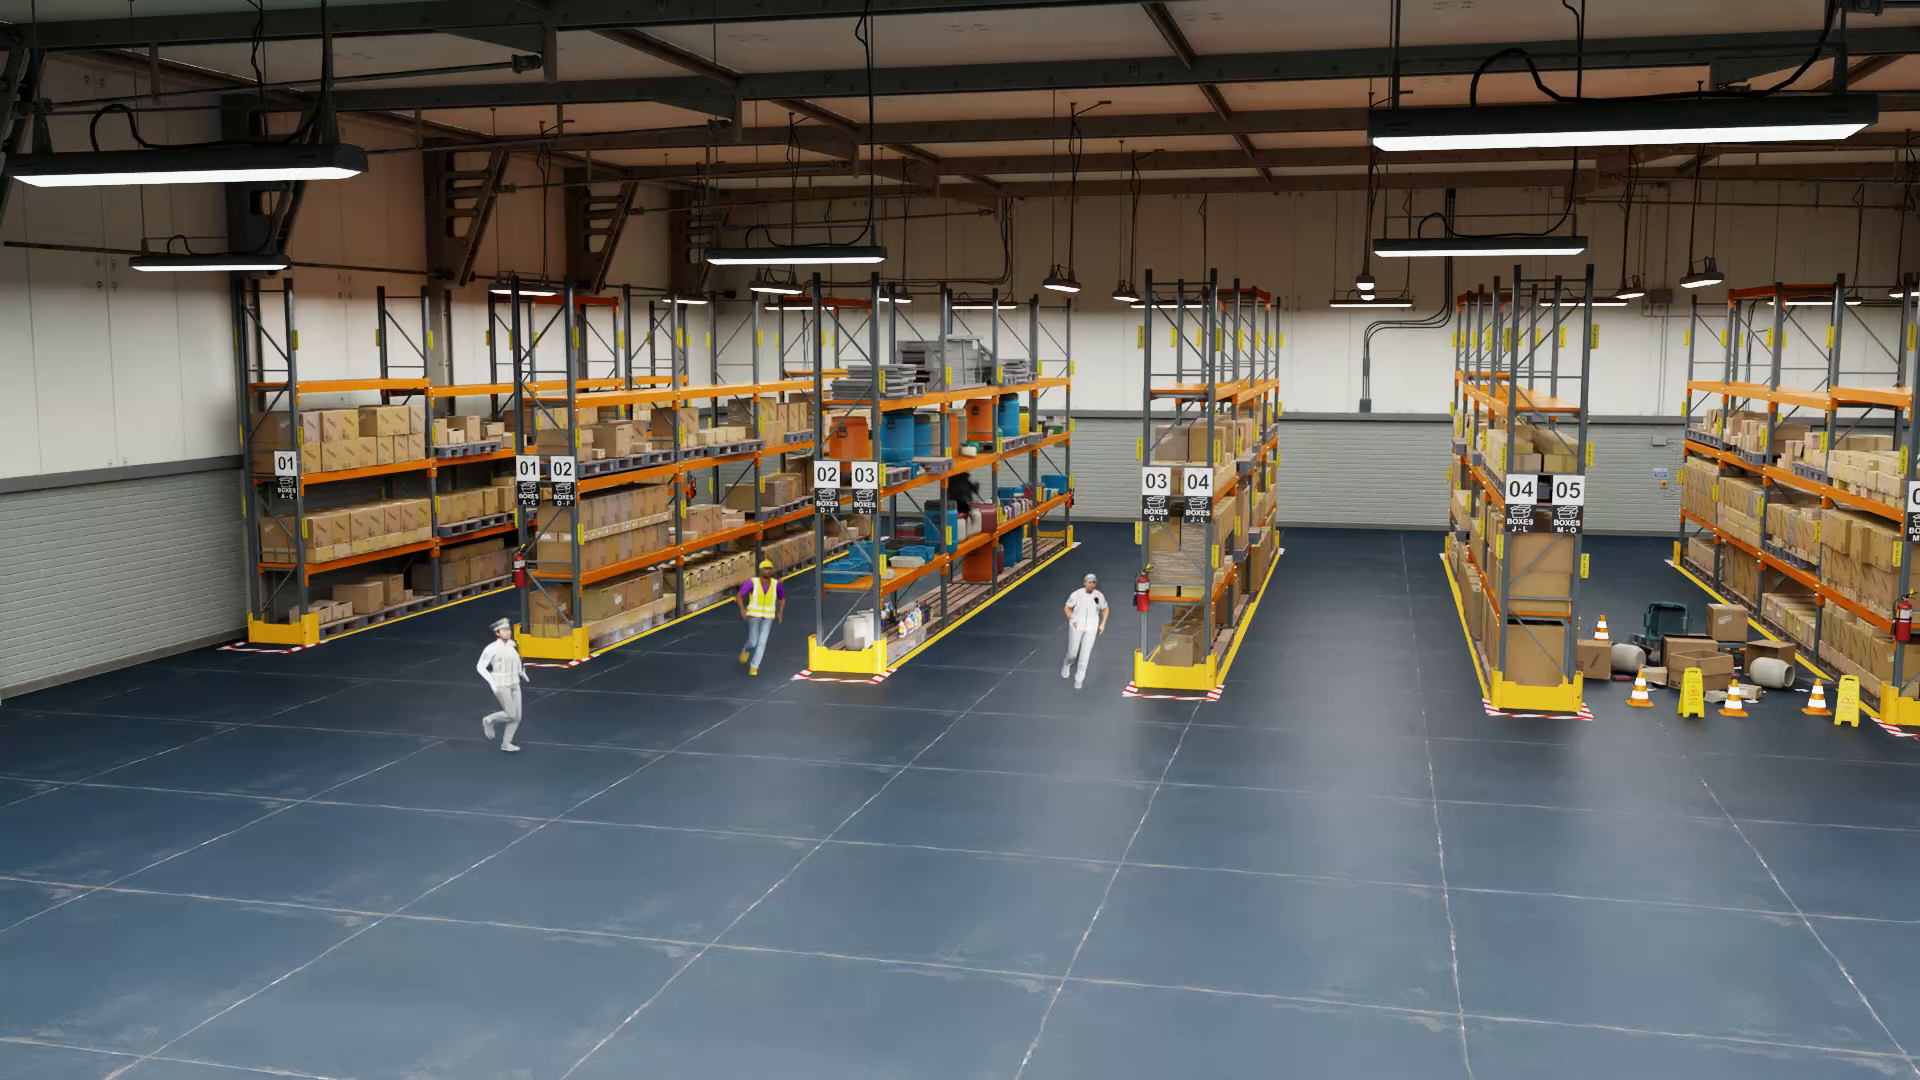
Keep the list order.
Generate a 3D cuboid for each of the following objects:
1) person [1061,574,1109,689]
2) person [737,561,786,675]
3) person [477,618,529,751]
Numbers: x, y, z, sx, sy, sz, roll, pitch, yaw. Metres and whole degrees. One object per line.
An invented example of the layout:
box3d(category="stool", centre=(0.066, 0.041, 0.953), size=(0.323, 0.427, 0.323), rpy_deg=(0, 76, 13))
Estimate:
box3d(category="person", centre=(1.821, 1.298, 24.262), size=(0.629, 1.638, 0.723), rpy_deg=(0, 7, -2))
box3d(category="person", centre=(-2.977, 1.155, 25.121), size=(0.749, 1.698, 0.688), rpy_deg=(-2, 7, -18))
box3d(category="person", centre=(-5.553, 1.764, 20.314), size=(0.543, 1.644, 0.629), rpy_deg=(4, 8, 32))
